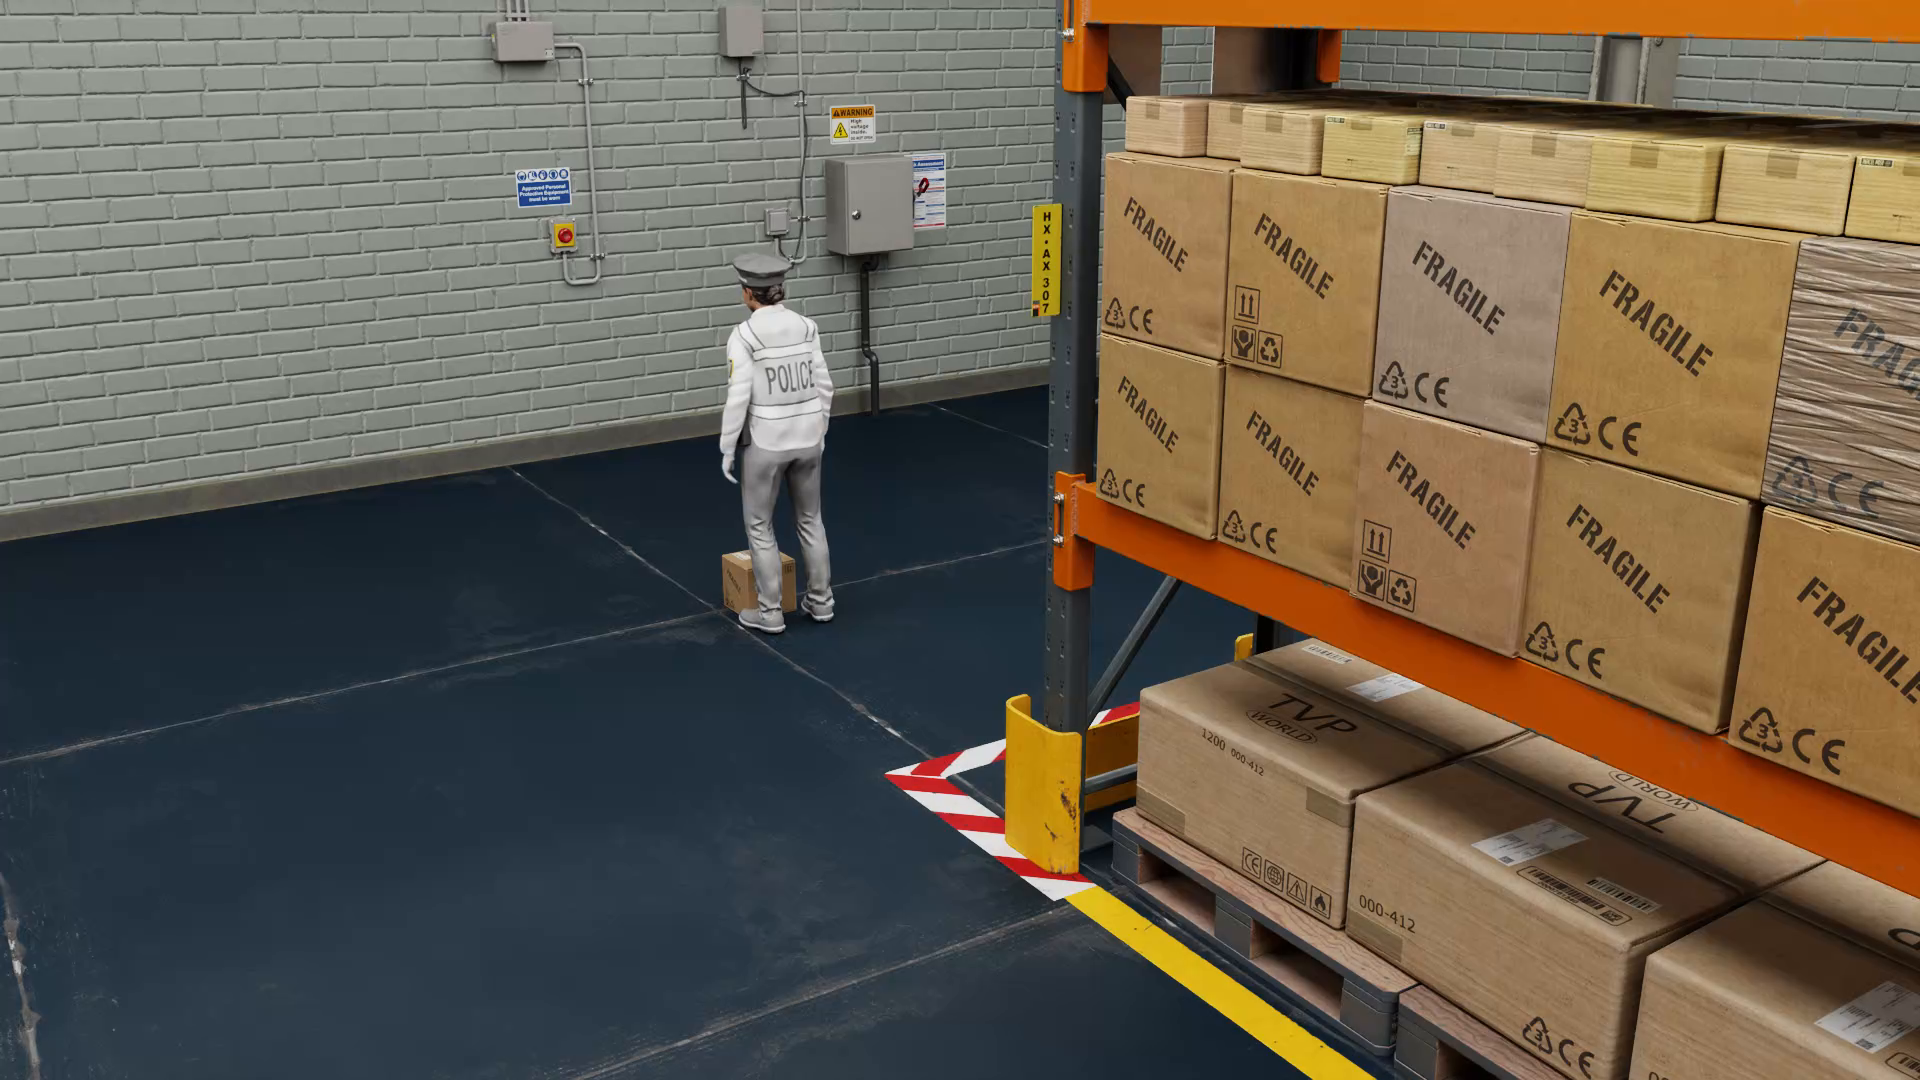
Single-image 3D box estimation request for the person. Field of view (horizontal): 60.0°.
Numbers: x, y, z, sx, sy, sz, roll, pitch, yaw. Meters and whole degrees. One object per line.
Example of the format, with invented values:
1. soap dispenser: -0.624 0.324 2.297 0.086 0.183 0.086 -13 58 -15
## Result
1. person: -0.800 -0.412 7.297 0.546 1.667 0.369 -13 22 -34
